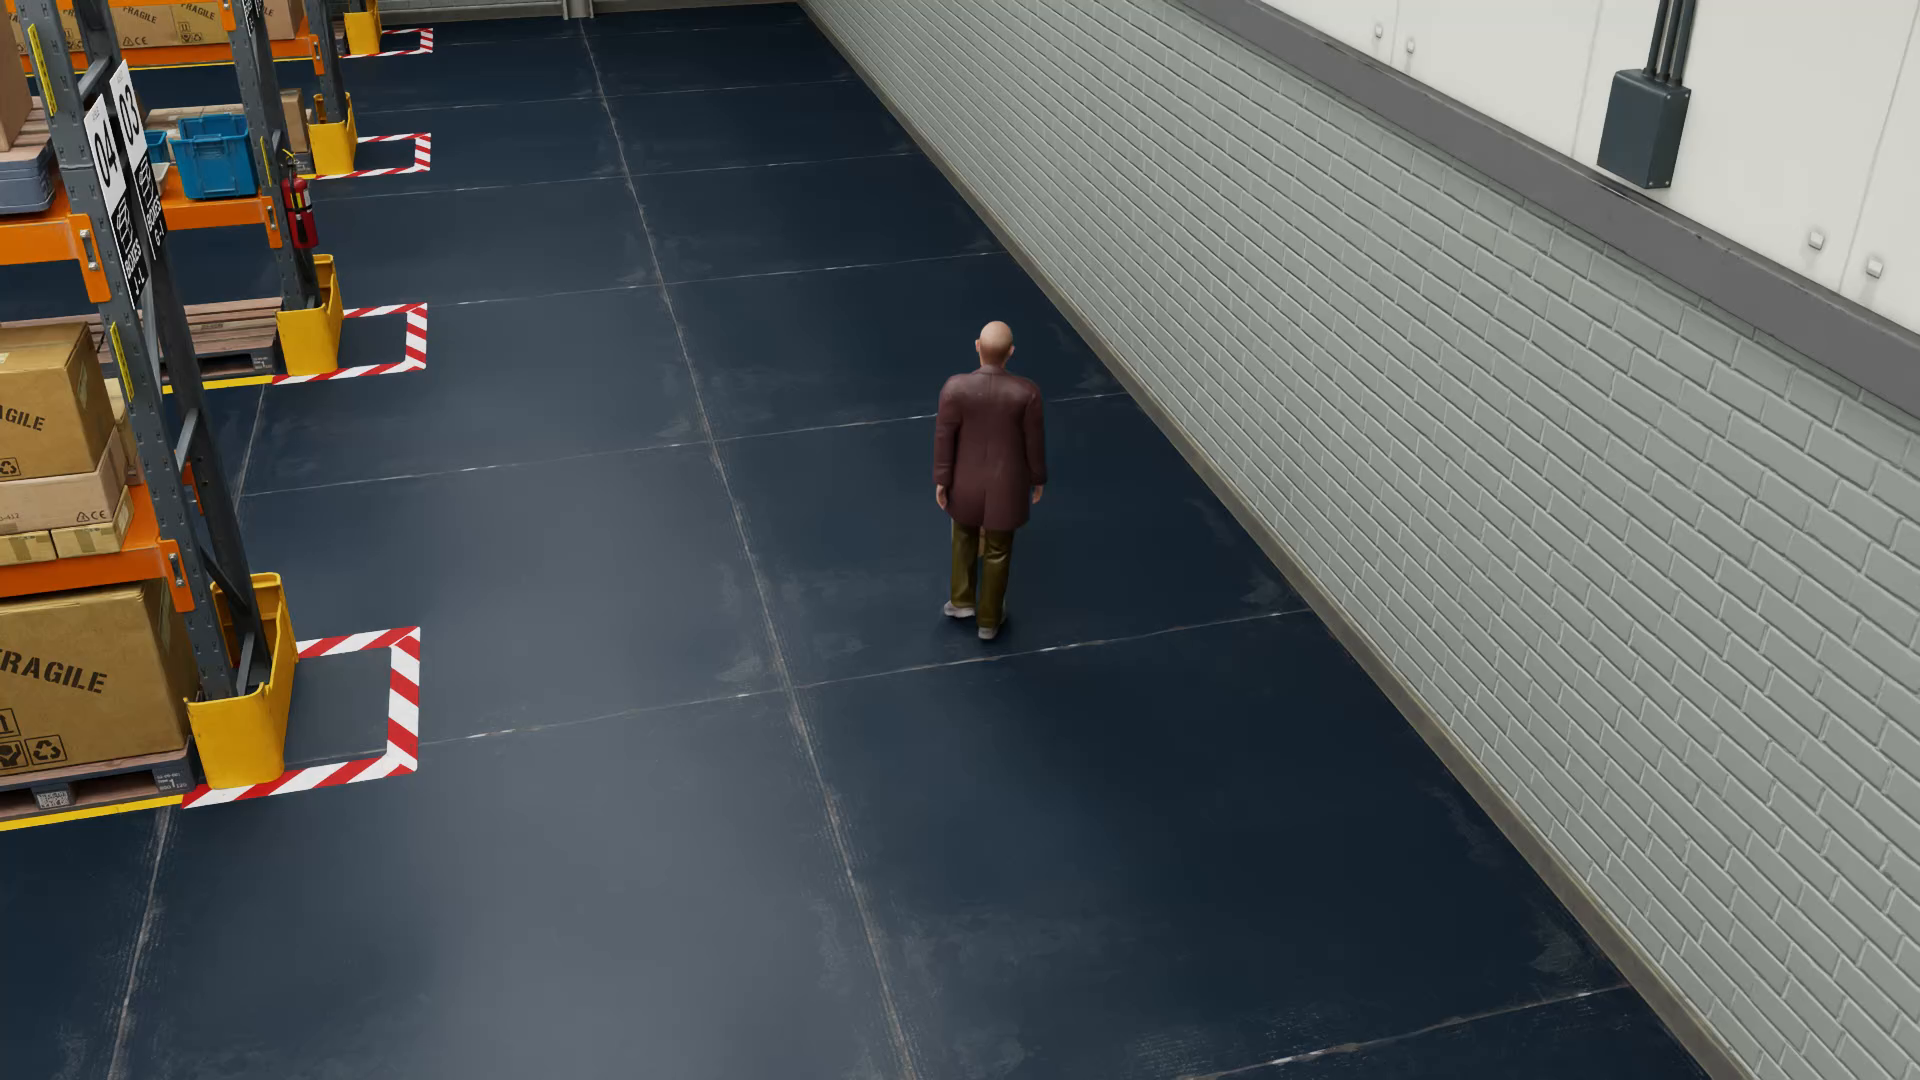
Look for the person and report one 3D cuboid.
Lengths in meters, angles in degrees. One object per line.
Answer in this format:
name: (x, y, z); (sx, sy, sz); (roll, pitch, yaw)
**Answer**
person: (0.163, -0.293, 8.796); (0.603, 1.839, 0.437); (4, 30, 6)
